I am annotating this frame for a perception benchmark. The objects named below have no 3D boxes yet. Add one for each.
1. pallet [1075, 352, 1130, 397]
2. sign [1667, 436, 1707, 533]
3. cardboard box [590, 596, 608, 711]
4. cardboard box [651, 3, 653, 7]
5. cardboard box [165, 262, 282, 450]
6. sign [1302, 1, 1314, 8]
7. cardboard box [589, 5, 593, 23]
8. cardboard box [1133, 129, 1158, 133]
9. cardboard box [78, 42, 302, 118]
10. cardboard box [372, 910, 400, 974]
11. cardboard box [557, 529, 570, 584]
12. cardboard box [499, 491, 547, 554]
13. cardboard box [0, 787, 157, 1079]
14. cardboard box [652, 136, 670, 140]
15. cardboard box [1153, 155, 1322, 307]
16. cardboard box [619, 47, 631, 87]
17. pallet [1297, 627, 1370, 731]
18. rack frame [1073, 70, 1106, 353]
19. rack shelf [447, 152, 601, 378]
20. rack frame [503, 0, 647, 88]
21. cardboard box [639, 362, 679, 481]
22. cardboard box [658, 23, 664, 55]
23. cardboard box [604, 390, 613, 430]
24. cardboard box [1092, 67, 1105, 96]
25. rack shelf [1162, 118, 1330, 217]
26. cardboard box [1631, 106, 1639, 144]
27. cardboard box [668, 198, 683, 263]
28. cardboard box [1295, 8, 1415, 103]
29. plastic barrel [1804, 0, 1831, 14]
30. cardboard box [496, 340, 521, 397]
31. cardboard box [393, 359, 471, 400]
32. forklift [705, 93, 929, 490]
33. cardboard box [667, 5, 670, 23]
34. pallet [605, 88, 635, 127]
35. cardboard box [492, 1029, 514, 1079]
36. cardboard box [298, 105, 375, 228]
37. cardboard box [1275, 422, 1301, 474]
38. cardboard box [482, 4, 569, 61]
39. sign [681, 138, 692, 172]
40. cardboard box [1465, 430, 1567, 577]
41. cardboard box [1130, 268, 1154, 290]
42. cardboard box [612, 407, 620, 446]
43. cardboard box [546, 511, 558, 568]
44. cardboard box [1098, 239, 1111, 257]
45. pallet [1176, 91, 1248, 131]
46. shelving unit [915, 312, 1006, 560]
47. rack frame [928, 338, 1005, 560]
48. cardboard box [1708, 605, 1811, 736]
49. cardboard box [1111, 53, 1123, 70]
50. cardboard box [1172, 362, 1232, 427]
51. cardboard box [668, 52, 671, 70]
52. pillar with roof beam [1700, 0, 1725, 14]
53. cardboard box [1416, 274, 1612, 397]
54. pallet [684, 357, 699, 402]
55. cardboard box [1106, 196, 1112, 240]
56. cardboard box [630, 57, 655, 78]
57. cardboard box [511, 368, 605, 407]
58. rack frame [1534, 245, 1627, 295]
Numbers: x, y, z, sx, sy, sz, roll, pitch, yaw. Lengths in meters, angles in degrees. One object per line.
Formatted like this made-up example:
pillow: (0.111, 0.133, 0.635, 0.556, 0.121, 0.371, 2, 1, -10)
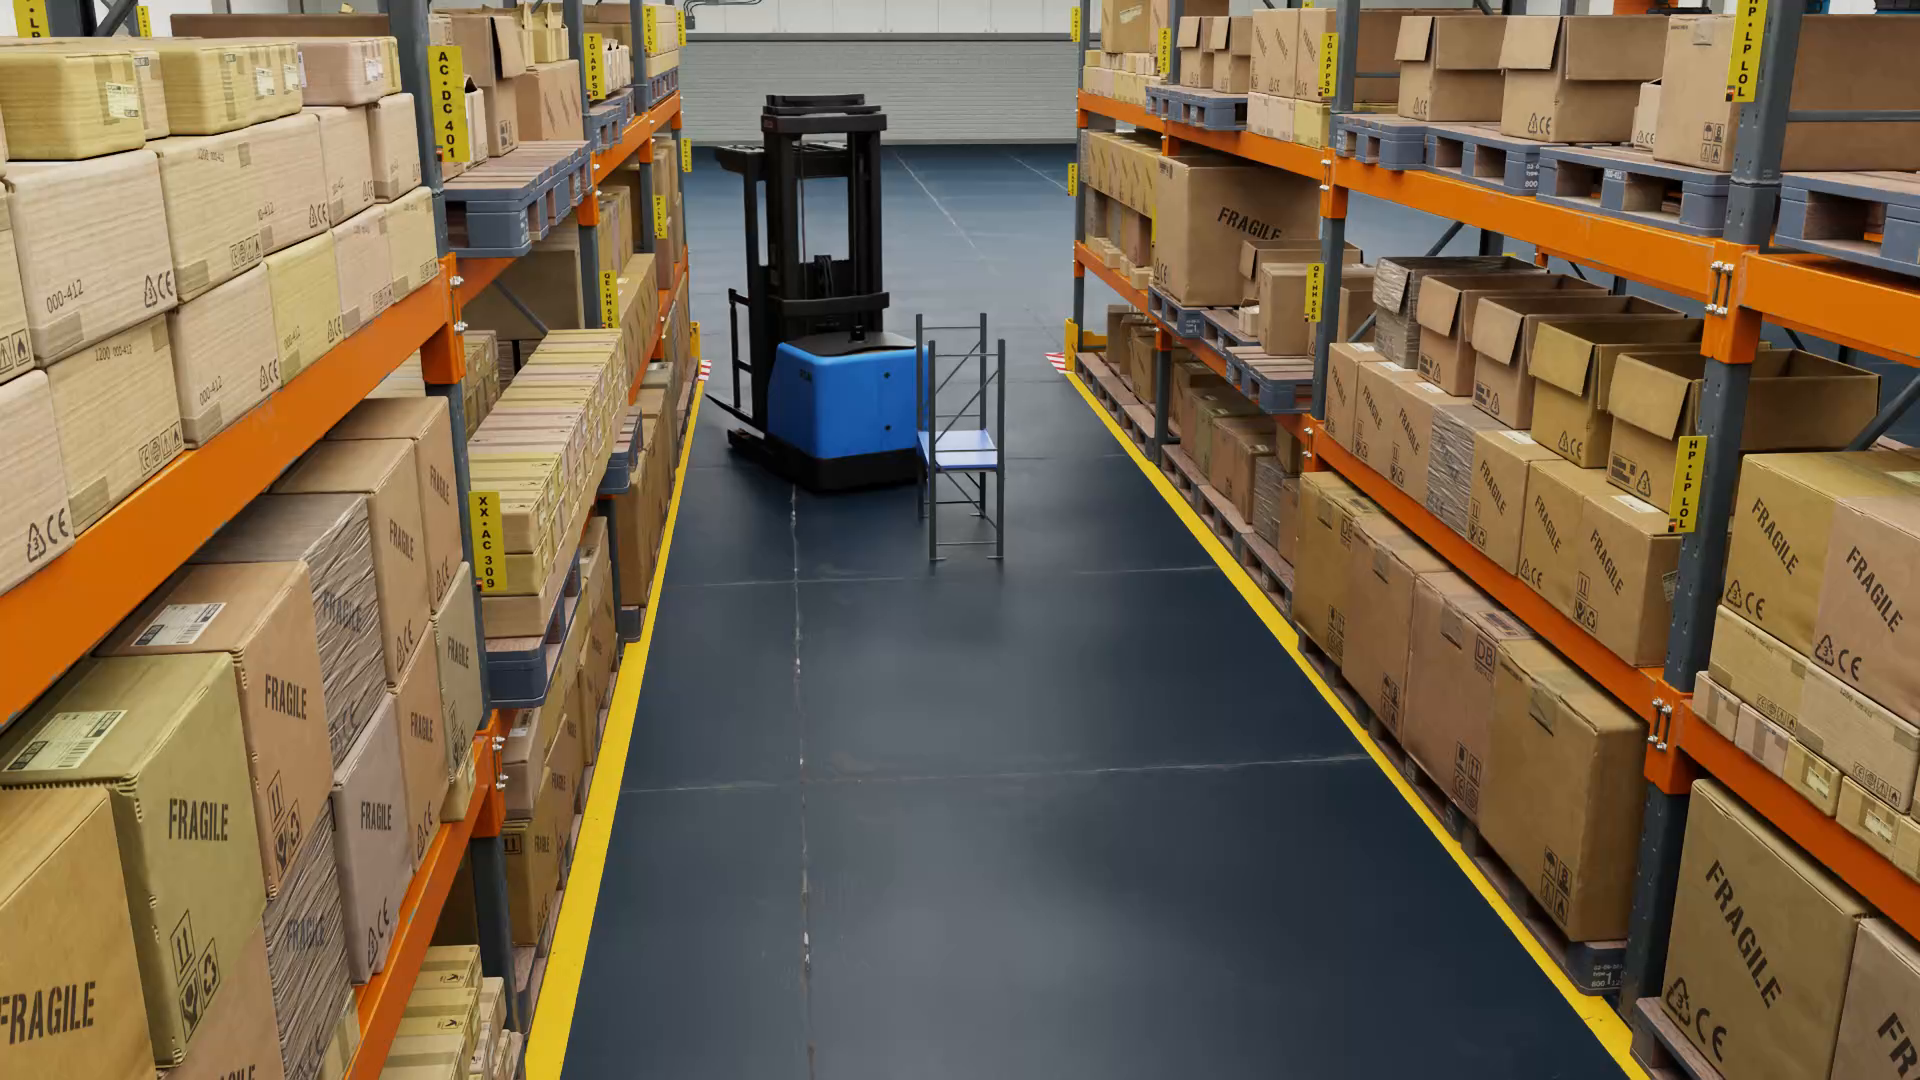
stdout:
pallet: (1.742, -1.665, 16.629, 1.003, 0.211, 1.213, -2, 18, -6)
sign: (2.384, -0.181, 5.446, 0.100, 0.325, 0.005, -2, 18, -6)
cardboard box: (-2.056, 0.580, 8.293, 0.500, 0.500, 0.500, -1, 17, -3)
cardboard box: (-2.573, -4.081, 12.882, 0.380, 0.149, 0.250, -2, 18, -6)
cardboard box: (-1.559, -0.337, 2.985, 0.500, 0.250, 0.500, -2, 18, -6)
sign: (2.650, -3.954, 12.734, 0.100, 0.325, 0.005, -2, 18, -6)
cardboard box: (-3.411, -4.590, 14.502, 0.380, 0.149, 0.250, -2, 18, -6)
cardboard box: (1.988, -3.772, 16.351, 0.500, 0.500, 0.500, -2, 18, -6)
cardboard box: (-1.601, -0.956, 3.458, 0.380, 0.149, 0.250, -2, 18, -8)
cardboard box: (-1.596, 0.947, 4.072, 0.380, 0.149, 0.250, -3, 18, -8)
cardboard box: (-1.660, 0.068, 6.172, 0.380, 0.149, 0.250, -2, 18, -5)
cardboard box: (-1.604, -0.059, 5.582, 0.380, 0.149, 0.250, -1, 17, -3)
cardboard box: (-1.449, 0.670, 2.203, 0.500, 0.500, 0.500, -1, 17, -4)
cardboard box: (-3.259, -3.613, 16.125, 0.875, 0.550, 0.550, -2, 18, -6)
cardboard box: (2.041, -2.315, 12.341, 1.000, 1.000, 1.000, -2, 18, -5)
cardboard box: (-2.500, -3.193, 11.215, 0.500, 0.250, 0.500, -2, 18, -6)
pallet: (2.517, 0.690, 9.128, 1.003, 0.211, 1.213, -2, 18, -6)
rack frame: (1.685, -3.261, 17.058, 1.000, 3.000, 0.127, -2, 18, -6)
rack shelf: (-2.227, -1.247, 6.834, 1.077, 0.370, 4.000, -2, 18, -6)
rack frame: (-2.846, -4.809, 11.971, 1.000, 3.000, 0.127, -2, 18, -6)
cardboard box: (-2.693, -0.891, 12.563, 1.050, 0.750, 0.750, -2, 18, -6)
cardboard box: (-2.724, -4.151, 13.769, 0.500, 0.250, 0.500, -2, 18, -6)
cardboard box: (-1.845, -0.612, 7.840, 0.380, 0.149, 0.250, -2, 18, -6)
cardboard box: (1.537, -4.316, 15.659, 0.500, 0.250, 0.500, -2, 18, -7)
rack shelf: (2.304, -2.562, 11.022, 1.077, 0.370, 4.000, -2, 18, -6)
cardboard box: (2.919, -1.646, 6.623, 0.380, 0.149, 0.250, -2, 18, -8)
cardboard box: (-3.097, -2.938, 15.776, 0.875, 0.550, 0.550, -2, 18, -6)
cardboard box: (2.212, -2.730, 9.355, 0.500, 0.500, 0.500, -1, 17, -4)
plastic barrel: (7.028, -4.393, 14.117, 0.600, 0.901, 0.708, -2, 18, -6)
cardboard box: (-2.747, -0.928, 9.460, 0.500, 0.500, 0.500, -2, 18, -6)
cardboard box: (-2.501, -0.743, 7.762, 0.380, 0.149, 0.250, -3, 18, -8)
forklift: (-1.319, -2.177, 13.717, 1.130, 2.935, 3.031, -9, 20, -27)
cardboard box: (-2.783, -4.686, 14.807, 0.380, 0.149, 0.250, -2, 18, -5)
pallet: (-2.702, -3.015, 11.584, 0.805, 0.209, 1.217, -2, 18, -8)
cardboard box: (-1.642, 1.703, 5.303, 0.380, 0.149, 0.250, -2, 17, -5)
cardboard box: (-1.678, -0.876, 3.868, 0.500, 0.250, 0.500, -3, 18, -8)
cardboard box: (2.347, -0.609, 10.797, 0.500, 0.250, 0.500, 0, 17, 1)
cardboard box: (-2.133, -2.486, 8.136, 0.396, 0.266, 0.258, -2, 18, -6)
sign: (-2.717, -3.816, 16.497, 0.100, 0.325, 0.005, -2, 18, -6)
cardboard box: (2.498, -0.168, 7.037, 0.500, 0.500, 0.500, -2, 18, -6)
cardboard box: (1.664, -2.227, 14.182, 0.380, 0.149, 0.250, -2, 18, -6)
cardboard box: (-1.875, -0.552, 8.146, 0.380, 0.149, 0.250, -1, 17, -5)
cardboard box: (-1.633, 0.006, 5.873, 0.380, 0.149, 0.250, -2, 18, -7)
cardboard box: (1.542, -2.825, 16.088, 0.380, 0.149, 0.250, -2, 18, -6)
pallet: (2.166, -2.915, 11.260, 1.213, 0.211, 1.003, -2, 18, -6)
shelving unit: (-0.009, -0.741, 11.533, 0.538, 1.500, 1.048, -2, 18, -6)
rack frame: (0.044, -0.590, 11.051, 0.500, 1.500, 0.032, -2, 18, -6)
cardboard box: (2.711, 0.391, 5.176, 0.500, 0.250, 0.500, -2, 18, -7)
cardboard box: (1.584, -4.333, 15.049, 0.380, 0.149, 0.250, -3, 18, -8)
cardboard box: (2.096, -1.198, 13.957, 0.500, 0.500, 0.500, -2, 18, -7)
cardboard box: (-2.757, -4.231, 14.688, 0.380, 0.149, 0.250, -2, 18, -5)
pillar with roof beam: (11.260, -11.631, 33.701, 9.100, 9.000, 0.400, -2, 18, -6)
cardboard box: (2.634, -0.992, 7.986, 0.797, 0.503, 0.637, -1, 17, -4)
pallet: (-3.098, -1.572, 16.332, 1.003, 0.211, 1.213, -2, 18, -6)
cardboard box: (1.886, -3.141, 16.011, 0.875, 0.500, 0.500, -2, 18, -6)
cardboard box: (-2.545, -3.625, 12.759, 0.380, 0.149, 0.250, -2, 18, -7)
cardboard box: (-1.826, -0.683, 7.570, 0.380, 0.149, 0.250, -2, 18, -6)
rack frame: (6.612, -3.414, 17.545, 1.000, 3.000, 0.127, -2, 18, -6)
